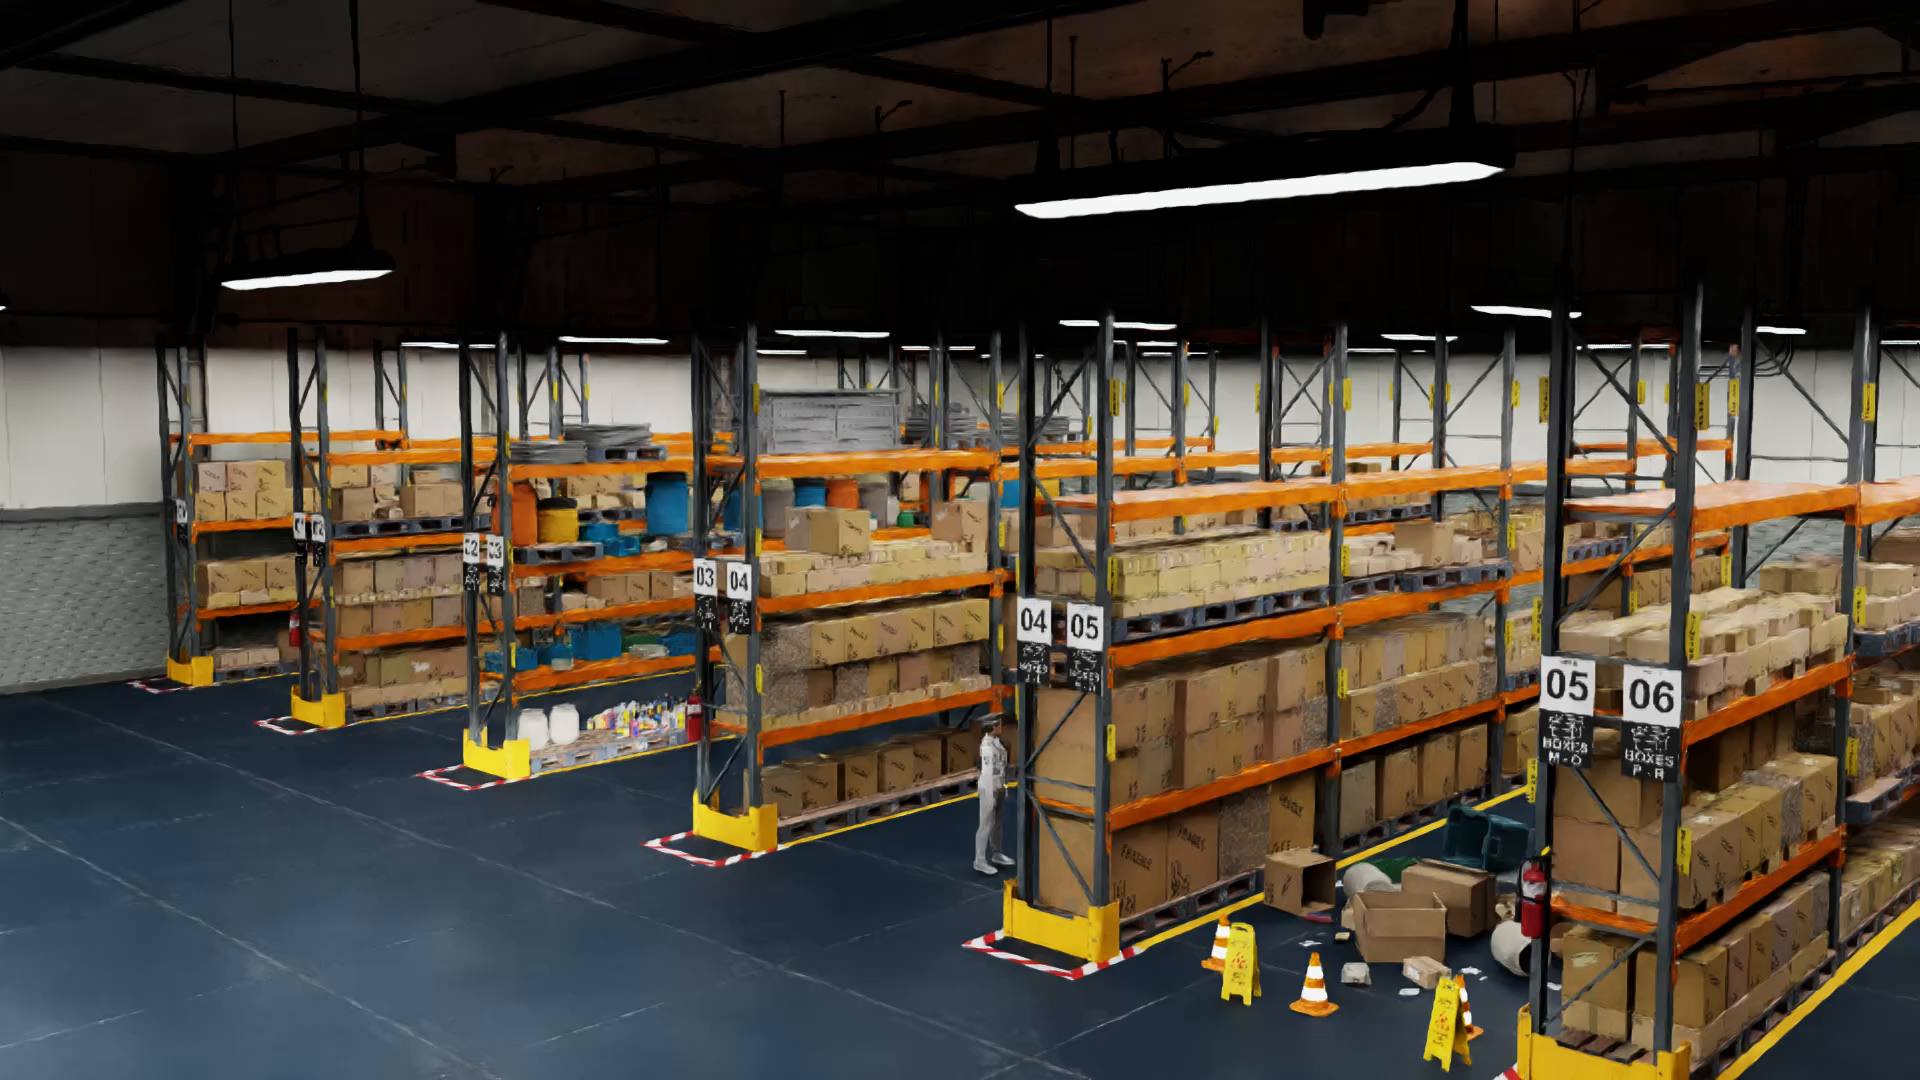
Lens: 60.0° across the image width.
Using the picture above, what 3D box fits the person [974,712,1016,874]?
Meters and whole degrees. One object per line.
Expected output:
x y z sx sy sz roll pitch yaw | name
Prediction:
0.375 2.662 17.666 0.416 1.677 0.537 1 5 12 | person
